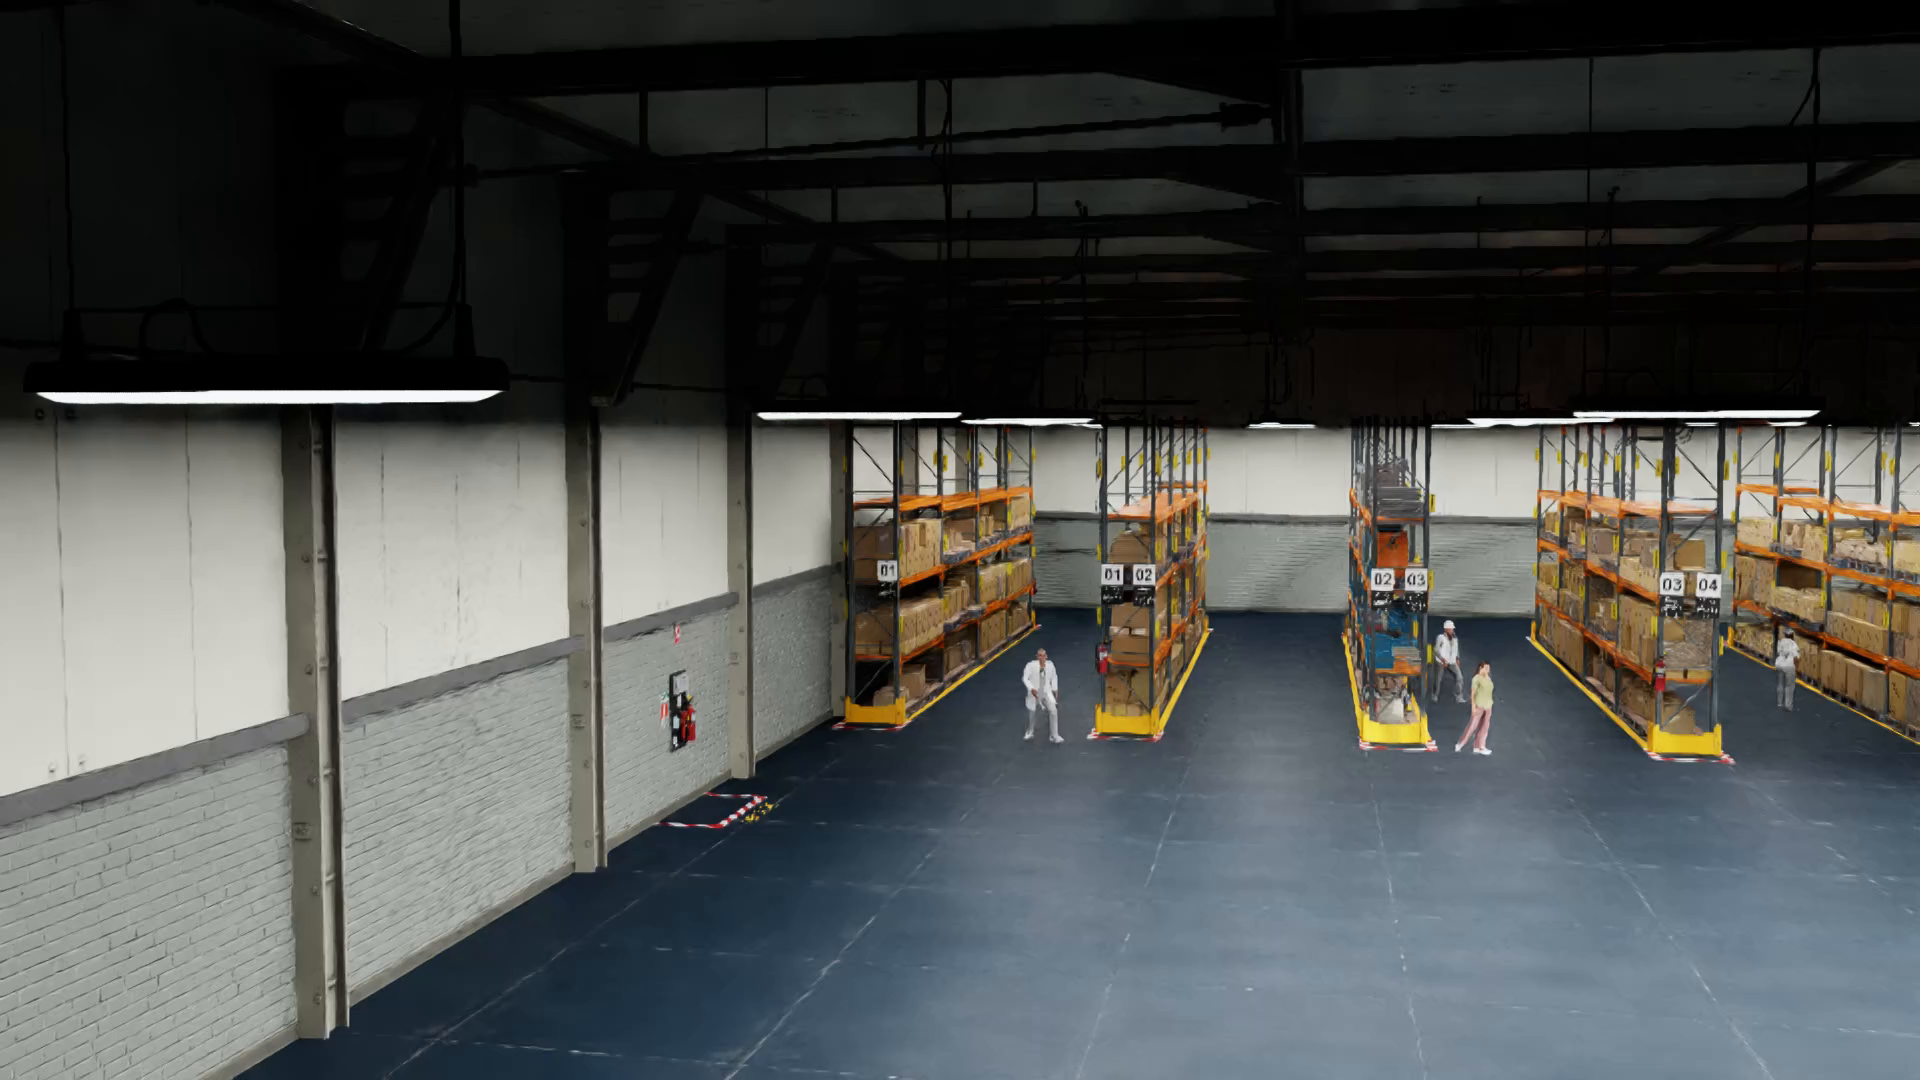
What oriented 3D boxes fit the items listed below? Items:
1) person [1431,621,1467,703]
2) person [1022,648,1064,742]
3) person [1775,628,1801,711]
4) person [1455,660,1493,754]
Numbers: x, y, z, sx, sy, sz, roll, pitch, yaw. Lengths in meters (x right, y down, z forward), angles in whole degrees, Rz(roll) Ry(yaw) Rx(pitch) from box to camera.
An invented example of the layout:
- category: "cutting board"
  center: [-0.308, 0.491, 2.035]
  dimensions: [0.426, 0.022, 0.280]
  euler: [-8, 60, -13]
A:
- category: "person"
  center: [10.187, 2.535, 34.810]
  dimensions: [0.654, 1.726, 0.734]
  euler: [-1, 4, -11]
- category: "person"
  center: [1.477, 2.824, 30.475]
  dimensions: [0.723, 1.717, 0.873]
  euler: [0, 4, -7]
- category: "person"
  center: [16.912, 2.621, 33.949]
  dimensions: [0.449, 1.668, 0.530]
  euler: [-1, 4, -19]
- category: "person"
  center: [9.064, 2.938, 29.321]
  dimensions: [0.649, 1.665, 0.484]
  euler: [-2, 4, -29]
